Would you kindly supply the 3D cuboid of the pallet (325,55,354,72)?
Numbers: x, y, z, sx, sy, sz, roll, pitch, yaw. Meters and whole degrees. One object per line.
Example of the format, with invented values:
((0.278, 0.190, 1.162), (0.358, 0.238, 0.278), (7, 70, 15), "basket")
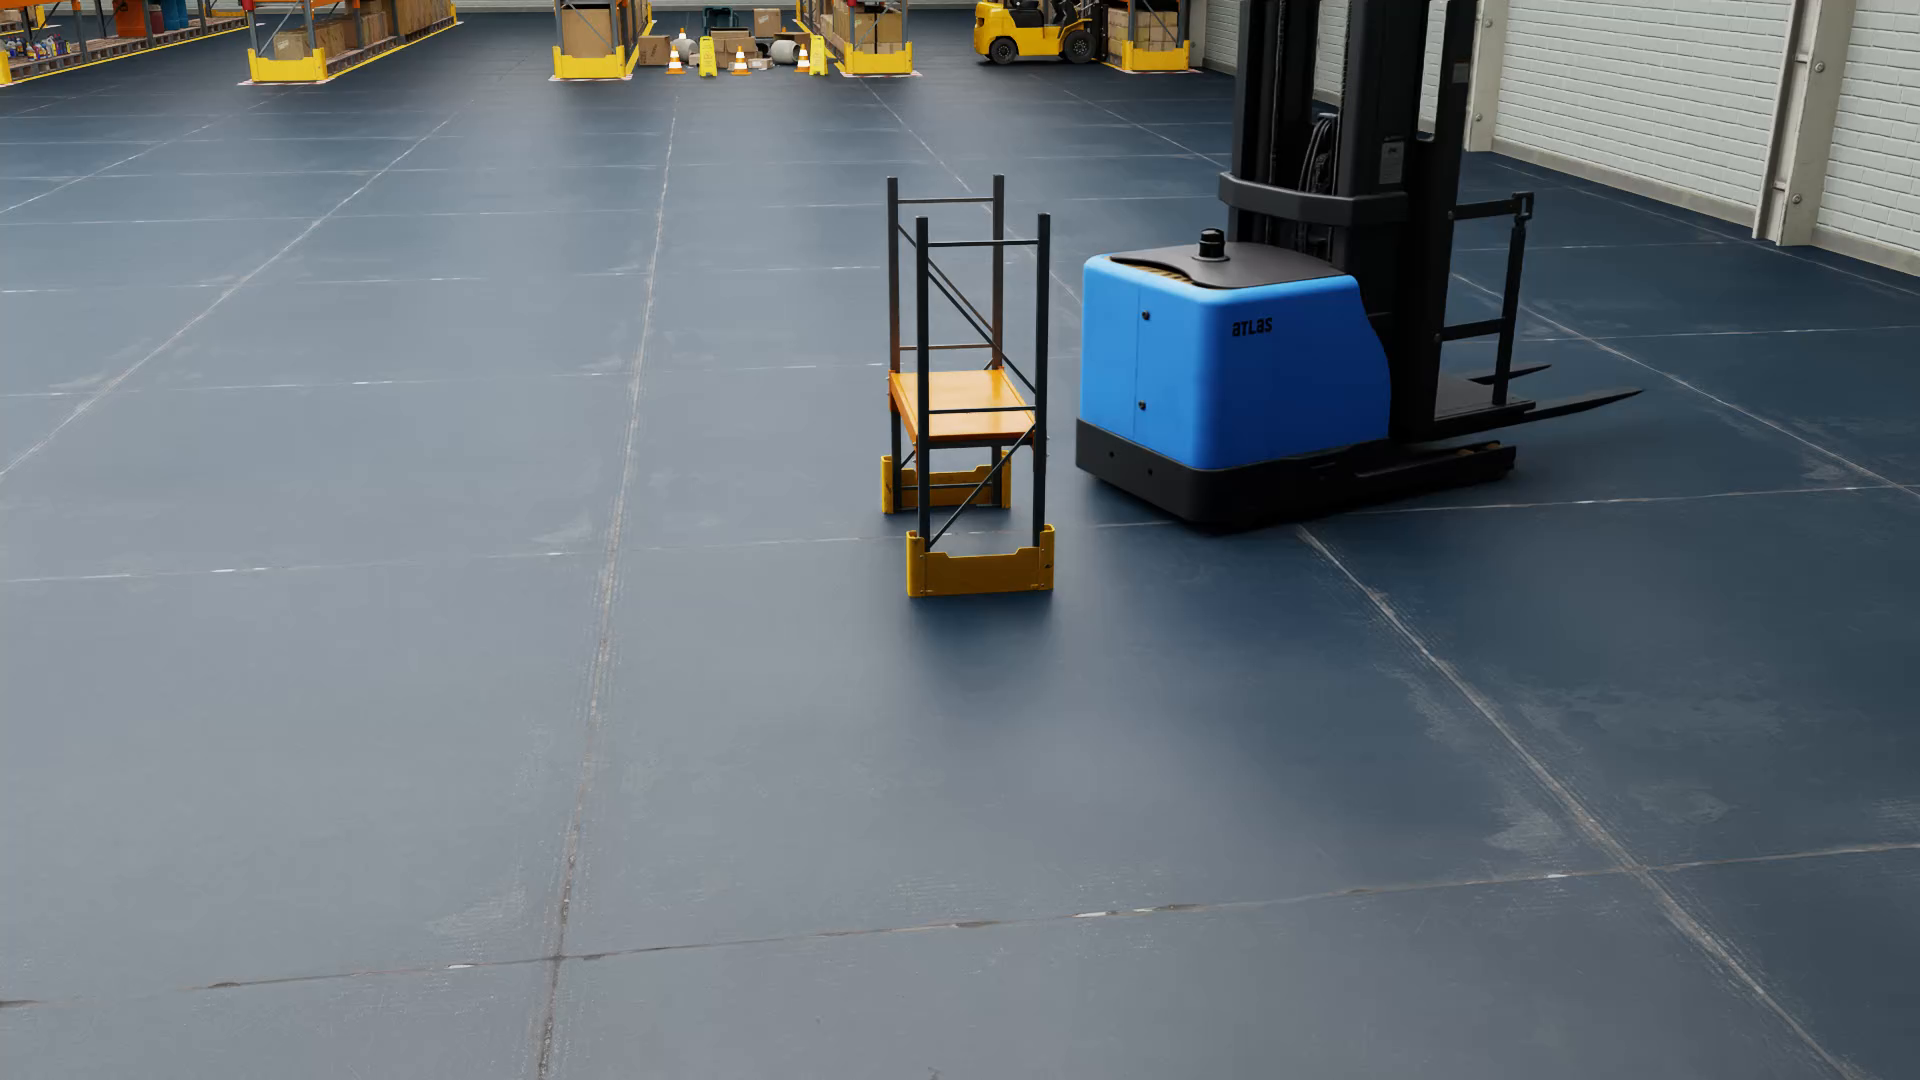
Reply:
((-11.490, -8.525, 29.741), (1.003, 0.211, 1.213), (-3, 21, -8), "pallet")

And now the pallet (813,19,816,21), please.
((-3.179, -12.716, 40.962), (1.003, 0.211, 1.213), (-3, 21, -8), "pallet")

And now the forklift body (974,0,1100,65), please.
((1.415, -10.019, 30.968), (2.313, 2.155, 1.214), (-3, 21, -8), "forklift body")

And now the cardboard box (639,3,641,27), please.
((-7.601, -12.075, 38.232), (0.500, 0.500, 0.500), (-3, 21, -9), "cardboard box")

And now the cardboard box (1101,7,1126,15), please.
((2.891, -9.900, 31.335), (0.500, 0.250, 0.500), (-3, 21, -9), "cardboard box")

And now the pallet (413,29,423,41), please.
((-12.589, -11.263, 37.069), (1.003, 0.211, 1.213), (-3, 21, -8), "pallet")

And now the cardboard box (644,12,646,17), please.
((-8.088, -13.196, 41.733), (0.380, 0.149, 0.250), (-4, 21, -10), "cardboard box")

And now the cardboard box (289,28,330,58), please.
((-11.489, -8.767, 29.373), (0.500, 0.500, 0.500), (-1, 21, -3), "cardboard box")

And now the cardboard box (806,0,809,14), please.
((-3.530, -13.913, 43.243), (0.875, 0.438, 0.875), (-4, 21, -10), "cardboard box")

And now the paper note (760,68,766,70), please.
((-3.523, -8.437, 29.761), (0.148, 0.019, 0.142), (-11, 23, -26), "paper note")

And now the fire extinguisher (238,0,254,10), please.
((-11.663, -9.002, 27.141), (0.296, 0.674, 0.183), (-3, 21, -8), "fire extinguisher")

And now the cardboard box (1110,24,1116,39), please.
((3.053, -9.322, 30.504), (0.500, 0.250, 0.500), (-3, 21, -8), "cardboard box")

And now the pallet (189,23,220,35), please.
((-17.999, -11.952, 38.916), (1.003, 0.211, 1.213), (-3, 21, -8), "pallet")

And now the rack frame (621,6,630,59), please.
((-6.878, -10.701, 31.580), (1.000, 3.000, 0.127), (-3, 21, -8), "rack frame")

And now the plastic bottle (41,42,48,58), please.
((-16.171, -8.646, 29.349), (0.097, 0.271, 0.097), (0, 20, 0), "plastic bottle")

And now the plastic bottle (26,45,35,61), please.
((-16.078, -8.423, 28.750), (0.097, 0.271, 0.097), (0, 20, 0), "plastic bottle")

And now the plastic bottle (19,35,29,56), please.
((-16.853, -8.908, 29.937), (0.144, 0.351, 0.185), (-3, 21, -8), "plastic bottle")

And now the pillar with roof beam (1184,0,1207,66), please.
((0.025, -12.732, 28.444), (9.100, 9.000, 0.400), (-3, 21, -8), "pillar with roof beam")

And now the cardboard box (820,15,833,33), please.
((-2.499, -11.140, 35.912), (0.950, 0.372, 0.625), (-4, 21, -11), "cardboard box")

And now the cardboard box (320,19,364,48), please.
((-11.868, -9.735, 31.937), (0.700, 0.500, 0.500), (-5, 21, -12), "cardboard box")

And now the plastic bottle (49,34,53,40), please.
((-16.466, -8.985, 30.144), (0.144, 0.351, 0.185), (-3, 21, -8), "plastic bottle")

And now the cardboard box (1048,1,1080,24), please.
((2.417, -11.490, 36.486), (0.875, 0.625, 0.625), (-2, 21, -6), "cardboard box")

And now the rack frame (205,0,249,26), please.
((-18.432, -14.391, 41.459), (1.000, 3.000, 0.127), (-3, 21, -8), "rack frame")

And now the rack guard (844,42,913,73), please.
((-1.428, -8.456, 29.142), (1.175, 0.500, 0.348), (-3, 21, -8), "rack guard")

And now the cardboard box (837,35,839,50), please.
((-2.088, -9.492, 31.673), (0.500, 0.250, 0.500), (-2, 21, -5), "cardboard box")

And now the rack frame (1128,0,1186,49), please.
((3.494, -9.852, 29.308), (1.000, 3.000, 0.127), (-3, 21, -8), "rack frame")

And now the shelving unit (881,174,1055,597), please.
((0.011, -0.676, 6.883), (0.587, 1.500, 1.083), (-3, 21, -8), "shelving unit")

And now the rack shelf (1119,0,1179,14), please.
((3.206, -10.208, 31.288), (1.077, 0.370, 4.000), (-3, 21, -8), "rack shelf")

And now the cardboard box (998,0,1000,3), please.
((1.244, -13.715, 42.623), (0.500, 0.500, 0.500), (-3, 21, -7), "cardboard box")

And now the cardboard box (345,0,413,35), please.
((-12.456, -11.312, 35.653), (1.225, 0.875, 0.875), (-4, 21, -10), "cardboard box")

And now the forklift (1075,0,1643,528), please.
((2.089, -1.785, 7.806), (3.031, 2.935, 1.130), (-11, 23, -28), "forklift")

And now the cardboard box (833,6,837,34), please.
((-2.176, -10.028, 32.035), (0.500, 0.500, 0.500), (-2, 21, -5), "cardboard box")

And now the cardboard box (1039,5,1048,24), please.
((2.067, -11.784, 37.451), (0.500, 0.500, 0.500), (-2, 21, -6), "cardboard box")

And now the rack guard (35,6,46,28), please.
((-23.323, -12.945, 41.161), (1.175, 0.500, 0.348), (-3, 21, -8), "rack guard")

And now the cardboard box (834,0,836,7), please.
((-2.218, -10.285, 31.798), (0.380, 0.149, 0.250), (-3, 21, -7), "cardboard box")

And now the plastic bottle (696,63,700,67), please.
((-4.723, -8.668, 30.338), (0.133, 0.061, 0.283), (-11, 23, -26), "plastic bottle")

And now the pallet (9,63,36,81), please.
((-16.294, -7.850, 27.933), (1.003, 0.211, 1.213), (-3, 21, -8), "pallet")

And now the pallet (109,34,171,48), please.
((-17.433, -10.586, 35.256), (1.003, 0.211, 1.213), (-3, 21, -8), "pallet")

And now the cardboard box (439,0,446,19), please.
((-13.228, -13.309, 41.000), (0.875, 0.875, 0.875), (-3, 21, -8), "cardboard box")

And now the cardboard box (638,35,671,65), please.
((-5.638, -9.045, 30.717), (0.500, 0.500, 0.500), (1, 20, 2), "cardboard box")

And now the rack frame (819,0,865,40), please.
((-2.571, -12.371, 36.050), (1.000, 3.000, 0.127), (-3, 21, -8), "rack frame")

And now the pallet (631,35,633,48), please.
((-7.415, -10.503, 35.035), (1.003, 0.211, 1.213), (-3, 21, -8), "pallet")

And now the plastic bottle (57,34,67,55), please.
((-16.324, -8.993, 30.164), (0.144, 0.351, 0.185), (-3, 21, -9), "plastic bottle")

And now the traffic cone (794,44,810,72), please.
((-2.756, -8.496, 29.303), (0.336, 0.463, 0.334), (-3, 21, -8), "traffic cone")

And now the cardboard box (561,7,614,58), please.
((-6.464, -8.749, 28.790), (0.875, 0.875, 0.875), (-3, 21, -7), "cardboard box")

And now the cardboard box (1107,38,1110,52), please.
((2.988, -9.254, 31.036), (0.500, 0.250, 0.500), (-3, 21, -7), "cardboard box")

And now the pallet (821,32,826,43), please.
((-2.459, -10.794, 35.814), (1.003, 0.211, 1.213), (-3, 21, -8), "pallet")
